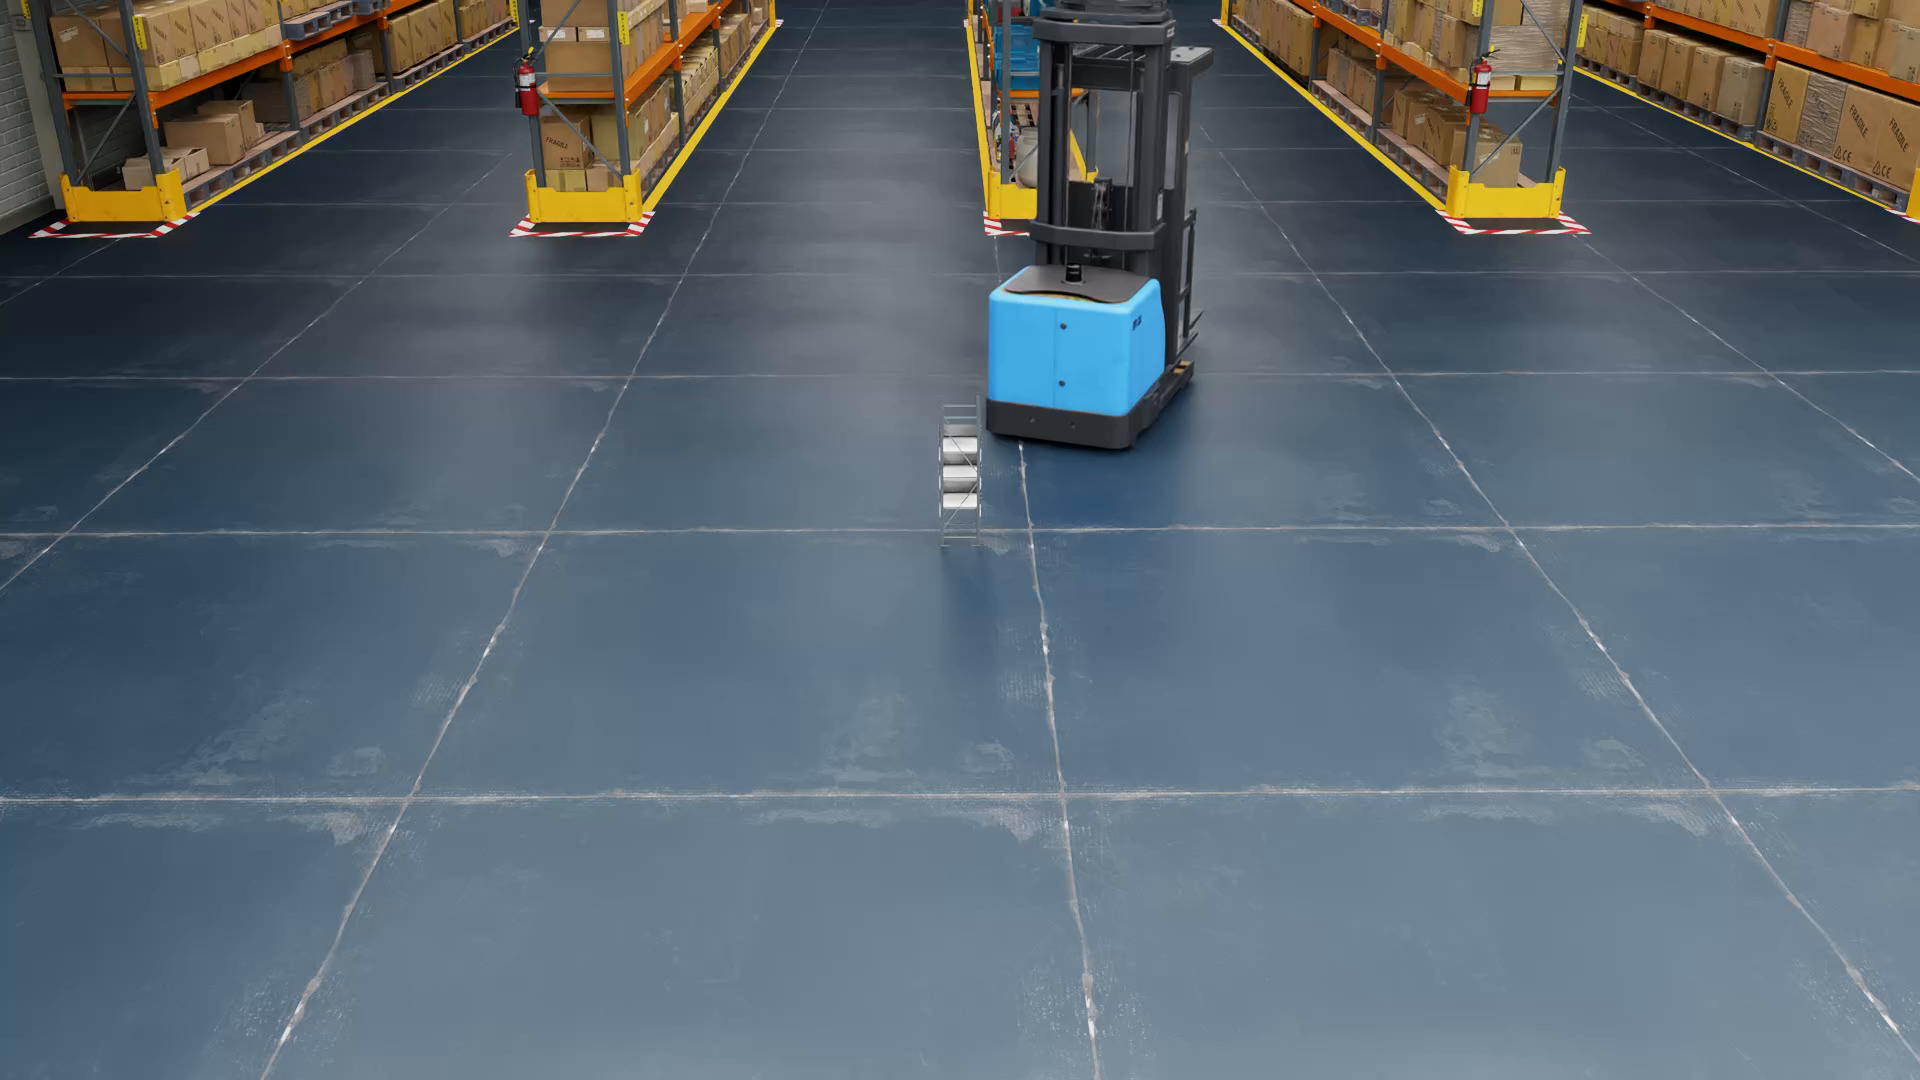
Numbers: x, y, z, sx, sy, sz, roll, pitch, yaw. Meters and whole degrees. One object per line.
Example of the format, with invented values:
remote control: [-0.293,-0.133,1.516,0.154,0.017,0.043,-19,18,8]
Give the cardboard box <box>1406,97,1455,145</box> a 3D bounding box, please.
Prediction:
cardboard box: [5.824,-5.177,20.581,0.500,0.500,0.500,8,25,16]

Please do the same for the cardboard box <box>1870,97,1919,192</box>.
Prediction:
cardboard box: [10.777,-4.360,18.320,0.875,0.875,0.875,0,24,0]

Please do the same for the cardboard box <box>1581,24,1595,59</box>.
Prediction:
cardboard box: [10.489,-8.116,27.078,0.500,0.500,0.500,0,24,0]

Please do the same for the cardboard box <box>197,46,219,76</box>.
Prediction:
cardboard box: [-8.677,-5.378,18.658,0.500,0.250,0.500,-1,24,-1]

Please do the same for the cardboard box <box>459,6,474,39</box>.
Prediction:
cardboard box: [-9.006,-9.116,29.291,0.700,0.500,0.500,0,24,0]

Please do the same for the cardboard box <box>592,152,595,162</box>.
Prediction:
cardboard box: [-4.335,-4.199,18.720,0.500,0.250,0.500,0,24,-1]

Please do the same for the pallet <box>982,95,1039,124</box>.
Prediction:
pallet: [0.829,-6.060,23.393,1.003,0.211,1.213,0,24,-1]

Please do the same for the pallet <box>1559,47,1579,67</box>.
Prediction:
pallet: [10.729,-8.212,28.150,1.003,0.211,1.213,0,24,-1]

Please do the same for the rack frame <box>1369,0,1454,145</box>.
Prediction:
rack frame: [5.846,-6.526,21.039,1.000,3.000,0.127,0,24,-1]

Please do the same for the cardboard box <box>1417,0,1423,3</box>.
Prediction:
cardboard box: [5.608,-6.564,19.427,0.500,0.500,0.500,0,24,-1]

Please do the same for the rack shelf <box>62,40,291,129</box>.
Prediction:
rack shelf: [-8.992,-5.307,19.217,1.077,0.370,4.000,0,24,-1]

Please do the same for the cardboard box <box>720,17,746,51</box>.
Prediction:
cardboard box: [-3.858,-8.435,27.760,0.500,0.500,0.500,0,24,0]

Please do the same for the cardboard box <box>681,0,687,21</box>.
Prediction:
cardboard box: [-4.069,-7.485,23.039,0.500,0.500,0.500,-2,24,-3]

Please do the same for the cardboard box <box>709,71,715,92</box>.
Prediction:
cardboard box: [-3.845,-6.641,24.122,0.500,0.250,0.500,-1,24,-1]

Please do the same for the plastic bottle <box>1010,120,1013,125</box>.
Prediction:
plastic bottle: [0.609,-5.067,20.591,0.097,0.271,0.097,0,24,0]

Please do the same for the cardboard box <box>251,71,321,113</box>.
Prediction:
cardboard box: [-9.094,-6.036,22.456,0.700,0.500,0.500,-1,24,-2]

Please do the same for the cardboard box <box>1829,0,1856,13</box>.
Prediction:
cardboard box: [10.767,-6.465,19.413,0.875,0.550,0.550,0,24,-1]

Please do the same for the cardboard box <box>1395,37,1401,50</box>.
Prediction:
cardboard box: [5.567,-6.115,20.436,0.380,0.149,0.250,0,24,-1]

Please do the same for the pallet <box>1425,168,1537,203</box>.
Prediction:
pallet: [5.915,-3.973,18.779,1.003,0.211,1.213,0,24,-1]

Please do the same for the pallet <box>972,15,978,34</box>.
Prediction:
pallet: [0.732,-9.838,31.745,1.003,0.211,1.213,0,24,-1]

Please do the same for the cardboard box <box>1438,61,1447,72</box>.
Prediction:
cardboard box: [5.650,-5.395,18.842,0.380,0.149,0.250,0,24,-1]

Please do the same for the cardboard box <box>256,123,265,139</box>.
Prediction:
cardboard box: [-8.978,-5.148,20.897,0.380,0.166,0.250,-3,25,-7]

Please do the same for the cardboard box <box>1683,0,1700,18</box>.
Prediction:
cardboard box: [10.511,-7.597,23.285,0.500,0.500,0.500,0,24,-1]

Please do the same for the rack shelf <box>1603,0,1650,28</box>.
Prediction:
rack shelf: [10.741,-8.651,26.611,1.077,0.370,4.000,0,24,-1]

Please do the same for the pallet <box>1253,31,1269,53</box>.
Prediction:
pallet: [5.828,-8.865,29.596,1.003,0.211,1.213,0,24,-1]

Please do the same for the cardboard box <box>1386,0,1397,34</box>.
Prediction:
cardboard box: [5.789,-6.521,20.546,0.875,0.500,0.500,0,24,-1]

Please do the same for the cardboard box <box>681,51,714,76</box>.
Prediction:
cardboard box: [-3.840,-6.896,24.004,0.500,0.311,0.500,-1,24,-1]

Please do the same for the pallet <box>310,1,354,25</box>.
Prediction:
pallet: [-8.995,-7.204,22.772,1.003,0.211,1.213,0,24,-1]

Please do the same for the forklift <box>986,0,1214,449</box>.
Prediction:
forklift: [1.186,-2.544,12.318,1.130,2.935,3.031,9,26,19]

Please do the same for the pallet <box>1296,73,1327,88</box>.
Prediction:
pallet: [5.869,-7.229,25.977,1.003,0.211,1.213,0,24,-1]

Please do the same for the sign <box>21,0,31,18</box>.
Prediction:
sign: [-9.525,-5.488,16.956,0.100,0.325,0.005,0,24,-1]

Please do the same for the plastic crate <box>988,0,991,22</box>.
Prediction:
plastic crate: [0.570,-6.949,21.995,0.392,0.384,0.575,0,24,-1]

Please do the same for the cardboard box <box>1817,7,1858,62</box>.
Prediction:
cardboard box: [10.739,-5.973,19.635,0.875,0.550,0.550,0,24,-1]

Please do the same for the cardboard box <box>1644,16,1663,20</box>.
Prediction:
cardboard box: [10.992,-8.043,26.007,0.500,0.250,0.500,-1,24,-1]

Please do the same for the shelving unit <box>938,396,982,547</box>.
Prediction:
shelving unit: [0.000,-0.413,10.072,0.258,0.900,0.210,0,24,-1]

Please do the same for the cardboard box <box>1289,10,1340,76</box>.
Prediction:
cardboard box: [5.815,-7.682,25.663,1.225,0.875,0.875,-1,24,-3]

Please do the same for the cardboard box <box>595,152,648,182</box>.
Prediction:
cardboard box: [-3.809,-4.201,18.726,0.500,0.250,0.500,0,24,-1]

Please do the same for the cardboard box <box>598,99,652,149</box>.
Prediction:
cardboard box: [-3.826,-4.749,19.027,0.500,0.500,0.500,0,24,-1]

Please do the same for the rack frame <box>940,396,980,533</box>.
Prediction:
rack frame: [-0.001,-0.455,10.165,0.240,0.900,0.006,0,24,-1]

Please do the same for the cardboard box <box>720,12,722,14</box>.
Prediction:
cardboard box: [-4.437,-9.074,29.173,0.500,0.500,0.500,0,24,-1]

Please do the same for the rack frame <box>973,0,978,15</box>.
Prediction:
rack frame: [0.762,-11.448,31.922,1.000,3.000,0.127,0,24,-1]

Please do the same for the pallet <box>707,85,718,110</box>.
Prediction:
pallet: [-4.134,-6.521,24.412,1.003,0.211,1.213,0,24,-1]

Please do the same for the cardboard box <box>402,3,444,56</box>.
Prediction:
cardboard box: [-8.951,-8.334,27.135,0.750,0.750,0.750,0,24,1]

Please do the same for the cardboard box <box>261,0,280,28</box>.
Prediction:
cardboard box: [-8.699,-6.548,20.336,0.500,0.500,0.500,0,24,-1]

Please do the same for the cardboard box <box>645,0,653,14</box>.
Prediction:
cardboard box: [-3.834,-6.293,19.617,0.380,0.149,0.250,0,24,-1]

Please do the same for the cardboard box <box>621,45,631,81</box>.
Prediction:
cardboard box: [-4.019,-5.289,18.182,0.700,0.500,0.500,0,24,1]

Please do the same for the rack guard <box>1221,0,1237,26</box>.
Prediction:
rack guard: [5.714,-10.341,32.509,1.175,0.500,0.348,0,24,-1]

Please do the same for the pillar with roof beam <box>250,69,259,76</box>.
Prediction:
pillar with roof beam: [-5.603,-10.320,22.149,9.100,9.000,0.400,0,24,-1]

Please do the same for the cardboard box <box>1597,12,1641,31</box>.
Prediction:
cardboard box: [10.487,-8.247,26.458,0.500,0.250,0.500,0,24,1]

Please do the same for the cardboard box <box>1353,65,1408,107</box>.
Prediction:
cardboard box: [5.868,-6.268,22.967,0.700,0.500,0.500,-2,24,-5]

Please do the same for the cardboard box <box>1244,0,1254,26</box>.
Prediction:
cardboard box: [5.812,-10.055,30.912,0.875,0.875,0.875,0,24,-1]

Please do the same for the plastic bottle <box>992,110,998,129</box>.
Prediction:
plastic bottle: [0.458,-5.328,21.166,0.097,0.271,0.097,0,24,0]

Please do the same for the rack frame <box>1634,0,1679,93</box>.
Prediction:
rack frame: [10.763,-8.155,24.640,1.000,3.000,0.127,0,24,-1]

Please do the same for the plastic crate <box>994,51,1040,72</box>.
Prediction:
plastic crate: [0.631,-5.260,18.420,0.499,0.251,0.408,0,24,-1]

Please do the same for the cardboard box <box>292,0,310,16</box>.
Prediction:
cardboard box: [-8.984,-7.145,21.753,0.700,0.500,0.500,2,24,5]

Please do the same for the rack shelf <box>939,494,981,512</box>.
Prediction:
rack shelf: [0.000,-0.219,10.160,0.258,0.077,0.200,0,24,-1]

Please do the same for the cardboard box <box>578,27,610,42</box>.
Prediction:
cardboard box: [-3.805,-5.338,17.505,0.380,0.149,0.250,0,24,-1]

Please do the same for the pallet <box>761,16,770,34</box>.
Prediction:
pallet: [-4.181,-9.797,31.656,1.003,0.211,1.213,0,24,-1]

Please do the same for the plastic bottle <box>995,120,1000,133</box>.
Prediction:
plastic bottle: [0.493,-4.910,20.146,0.144,0.351,0.185,0,24,-1]
